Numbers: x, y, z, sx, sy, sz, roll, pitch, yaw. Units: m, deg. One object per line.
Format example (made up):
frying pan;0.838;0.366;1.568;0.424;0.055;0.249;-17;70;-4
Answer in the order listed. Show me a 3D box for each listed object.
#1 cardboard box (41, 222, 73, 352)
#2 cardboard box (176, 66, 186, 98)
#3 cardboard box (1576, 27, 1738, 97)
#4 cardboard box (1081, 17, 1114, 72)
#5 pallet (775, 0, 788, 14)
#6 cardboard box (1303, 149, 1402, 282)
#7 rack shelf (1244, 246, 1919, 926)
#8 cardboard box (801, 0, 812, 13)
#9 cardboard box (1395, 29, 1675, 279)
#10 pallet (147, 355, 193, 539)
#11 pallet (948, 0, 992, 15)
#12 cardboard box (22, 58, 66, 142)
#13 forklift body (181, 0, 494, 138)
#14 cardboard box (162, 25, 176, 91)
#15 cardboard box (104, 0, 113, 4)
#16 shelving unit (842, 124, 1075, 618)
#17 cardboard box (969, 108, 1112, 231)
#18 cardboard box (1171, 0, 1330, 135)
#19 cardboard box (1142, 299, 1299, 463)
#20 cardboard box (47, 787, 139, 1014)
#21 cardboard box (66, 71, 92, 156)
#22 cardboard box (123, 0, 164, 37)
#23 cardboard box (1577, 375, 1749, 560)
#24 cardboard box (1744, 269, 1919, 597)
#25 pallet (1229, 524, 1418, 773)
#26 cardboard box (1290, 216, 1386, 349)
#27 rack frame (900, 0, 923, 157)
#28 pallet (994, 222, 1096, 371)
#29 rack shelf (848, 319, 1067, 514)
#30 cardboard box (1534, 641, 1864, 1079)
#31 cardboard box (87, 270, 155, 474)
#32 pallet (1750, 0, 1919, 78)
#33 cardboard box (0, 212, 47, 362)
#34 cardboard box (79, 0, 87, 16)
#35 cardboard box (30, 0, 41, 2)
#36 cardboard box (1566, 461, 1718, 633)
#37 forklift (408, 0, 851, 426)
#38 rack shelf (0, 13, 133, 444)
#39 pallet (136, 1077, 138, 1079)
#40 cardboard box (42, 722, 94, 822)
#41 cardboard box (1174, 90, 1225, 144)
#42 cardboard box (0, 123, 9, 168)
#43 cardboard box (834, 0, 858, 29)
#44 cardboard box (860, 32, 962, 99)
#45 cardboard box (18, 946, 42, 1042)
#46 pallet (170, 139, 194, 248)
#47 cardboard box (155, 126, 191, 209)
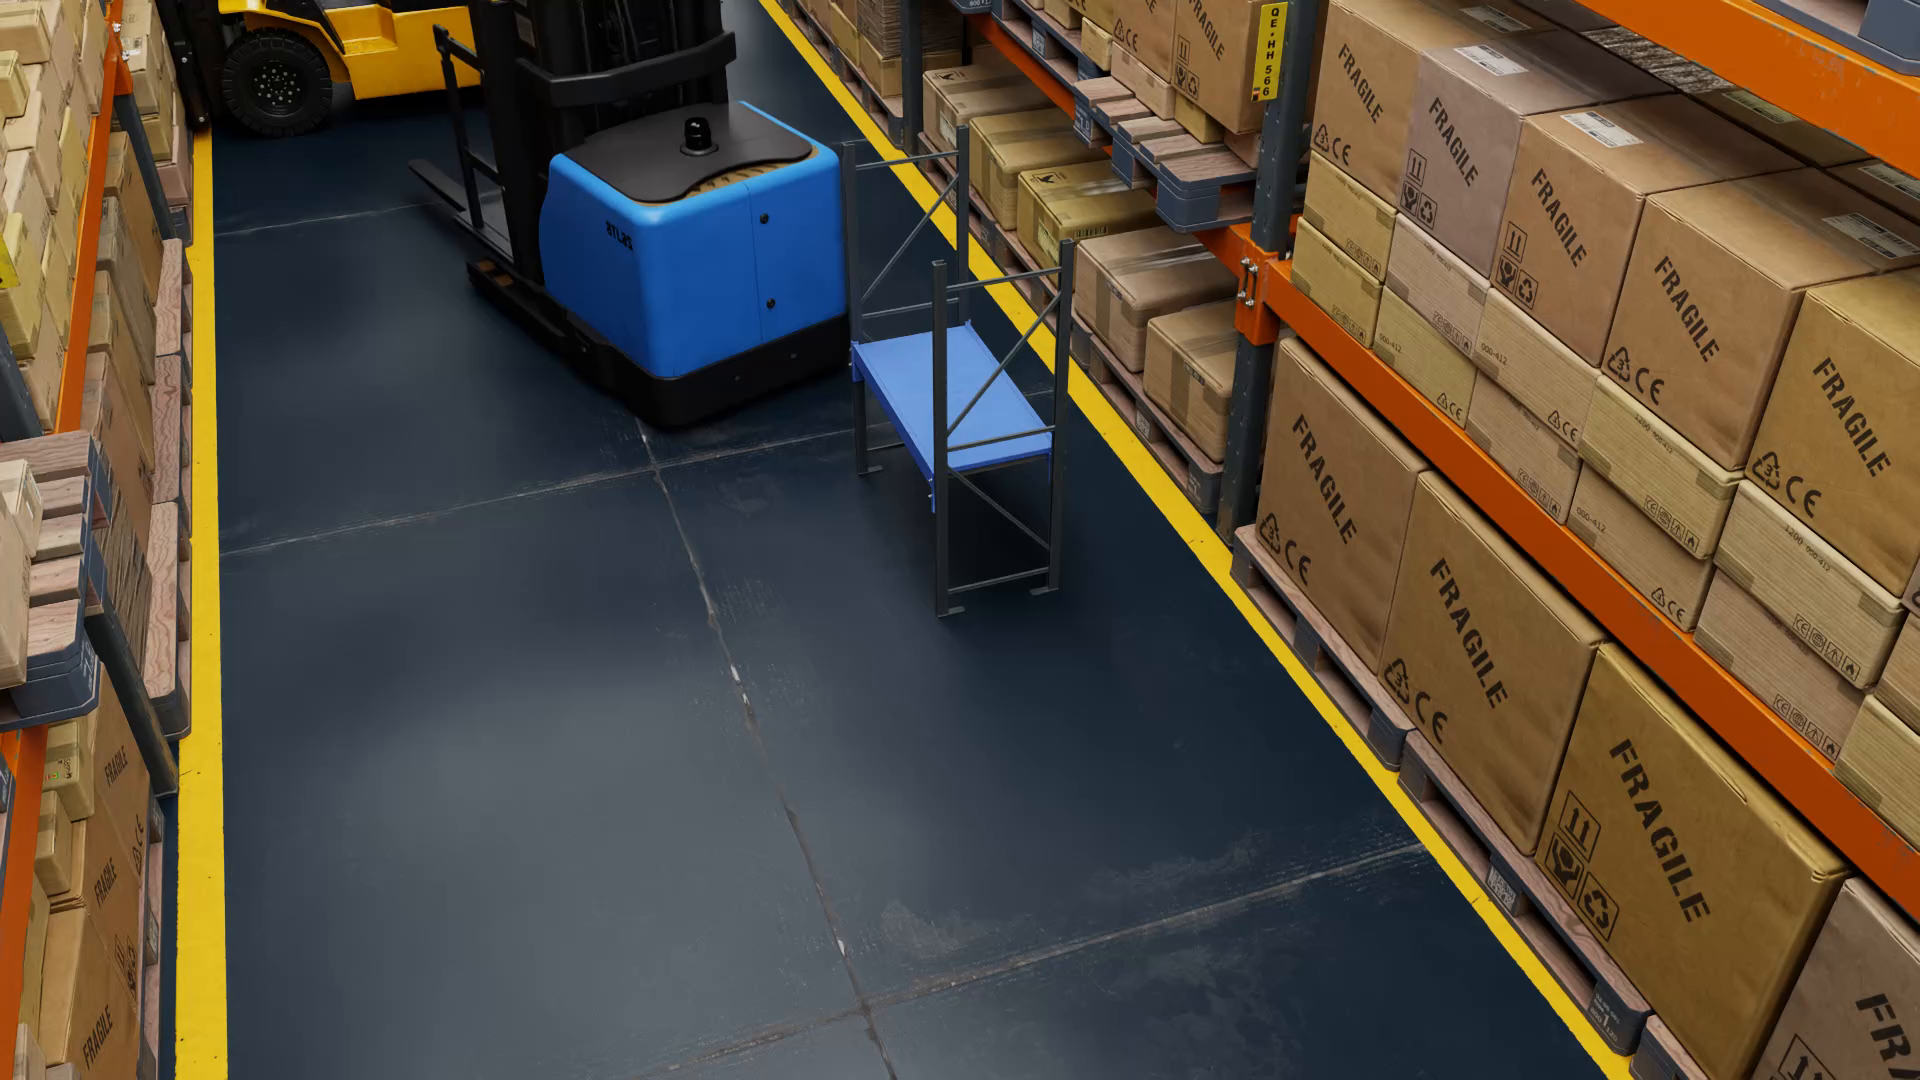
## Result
cardboard box;-3.218;-0.796;5.438;0.500;0.250;0.500;-13;39;-17
cardboard box;-4.895;-2.802;9.913;0.500;0.250;0.500;-11;38;-15
cardboard box;2.141;-1.212;4.952;0.500;0.500;0.500;-12;39;-15
cardboard box;0.723;-2.069;6.863;0.380;0.149;0.250;-12;39;-15
pallet;-0.948;-4.195;12.144;1.003;0.211;1.213;-12;39;-16
cardboard box;1.475;-1.102;5.428;0.500;0.250;0.500;-13;39;-16
rack shelf;2.221;0.118;4.698;1.077;0.370;4.000;-12;39;-16
cardboard box;-0.834;-3.779;11.211;0.500;0.250;0.500;-10;38;-13
cardboard box;1.653;-1.131;4.844;0.500;0.500;0.500;-12;39;-16
pallet;-3.789;-0.317;6.995;1.003;0.211;1.213;-12;39;-16
pallet;0.283;-3.020;8.426;1.003;0.211;1.213;-12;39;-16
cardboard box;-3.584;-1.576;6.059;0.500;0.250;0.500;-12;39;-15
forklift body;-3.514;-3.756;9.949;2.313;2.155;1.214;-12;39;-16
cardboard box;-4.717;-2.706;9.370;0.500;0.250;0.500;-13;39;-16
cardboard box;-4.410;-2.874;7.989;0.500;0.500;0.500;-13;39;-17
shelving unit;-0.029;-0.647;6.363;0.538;1.500;1.048;-12;39;-16
cardboard box;0.590;-1.976;8.715;0.950;0.372;0.625;-10;38;-13
cardboard box;1.115;-1.825;6.000;0.500;0.500;0.500;-14;39;-17
cardboard box;1.348;-0.739;7.072;0.950;0.372;0.625;-15;40;-19
cardboard box;-2.617;1.041;4.604;0.500;0.500;0.500;-13;39;-17
cardboard box;-3.763;-1.669;6.597;0.500;0.250;0.500;-12;39;-16
cardboard box;-4.723;-2.906;9.220;0.500;0.250;0.500;-11;38;-14
cardboard box;1.974;-0.236;4.279;0.500;0.250;0.500;-12;39;-15
cardboard box;2.179;-0.260;3.689;0.500;0.500;0.500;-11;38;-15
pallet;1.733;0.276;6.209;1.003;0.211;1.213;-12;39;-16
cardboard box;1.465;-0.911;5.591;0.500;0.250;0.500;-13;39;-17
rack frame;0.156;-3.559;8.982;1.000;3.000;0.127;-12;39;-16
pallet;0.849;-1.315;8.321;1.003;0.211;1.213;-12;39;-16
rack shelf;-0.029;-0.504;6.471;0.538;0.185;1.000;-12;39;-16
cardboard box;2.303;0.799;4.613;0.875;0.875;0.875;-11;38;-15
cardboard box;-3.792;-0.592;6.667;0.875;0.625;0.625;-14;39;-18
pallet;2.192;-1.438;3.830;1.003;0.211;1.213;-11;38;-14
cardboard box;-3.026;-0.716;4.916;0.500;0.250;0.500;-12;39;-16
cardboard box;-4.094;-2.444;7.211;0.500;0.250;0.500;-13;39;-17
cardboard box;-3.790;-2.108;6.433;0.380;0.149;0.250;-13;39;-17
cardboard box;2.007;-0.049;4.446;0.500;0.250;0.500;-12;39;-16
forklift;-1.825;-2.493;7.623;1.130;2.935;3.031;-26;44;-30
rack shelf;-3.815;-1.112;6.331;1.077;0.370;4.000;-12;39;-16
pallet;-2.489;1.962;3.970;1.003;0.211;1.213;-12;39;-16
cardboard box;-2.596;0.677;4.548;0.380;0.149;0.250;-14;39;-18
cardboard box;1.039;-1.640;6.293;0.380;0.149;0.250;-12;39;-15
cardboard box;-3.267;-1.245;5.287;0.380;0.149;0.250;-12;39;-15
cardboard box;-0.476;-3.493;10.208;0.500;0.500;0.500;-12;39;-15
cardboard box;-0.299;-2.907;10.052;0.500;0.250;0.500;-11;38;-14
cardboard box;-2.412;1.134;3.941;0.380;0.149;0.250;-13;39;-17
pallet;-4.737;-1.873;9.061;1.003;0.211;1.213;-12;39;-16
cardboard box;-4.358;-1.940;8.769;0.500;0.250;0.500;-12;39;-15
